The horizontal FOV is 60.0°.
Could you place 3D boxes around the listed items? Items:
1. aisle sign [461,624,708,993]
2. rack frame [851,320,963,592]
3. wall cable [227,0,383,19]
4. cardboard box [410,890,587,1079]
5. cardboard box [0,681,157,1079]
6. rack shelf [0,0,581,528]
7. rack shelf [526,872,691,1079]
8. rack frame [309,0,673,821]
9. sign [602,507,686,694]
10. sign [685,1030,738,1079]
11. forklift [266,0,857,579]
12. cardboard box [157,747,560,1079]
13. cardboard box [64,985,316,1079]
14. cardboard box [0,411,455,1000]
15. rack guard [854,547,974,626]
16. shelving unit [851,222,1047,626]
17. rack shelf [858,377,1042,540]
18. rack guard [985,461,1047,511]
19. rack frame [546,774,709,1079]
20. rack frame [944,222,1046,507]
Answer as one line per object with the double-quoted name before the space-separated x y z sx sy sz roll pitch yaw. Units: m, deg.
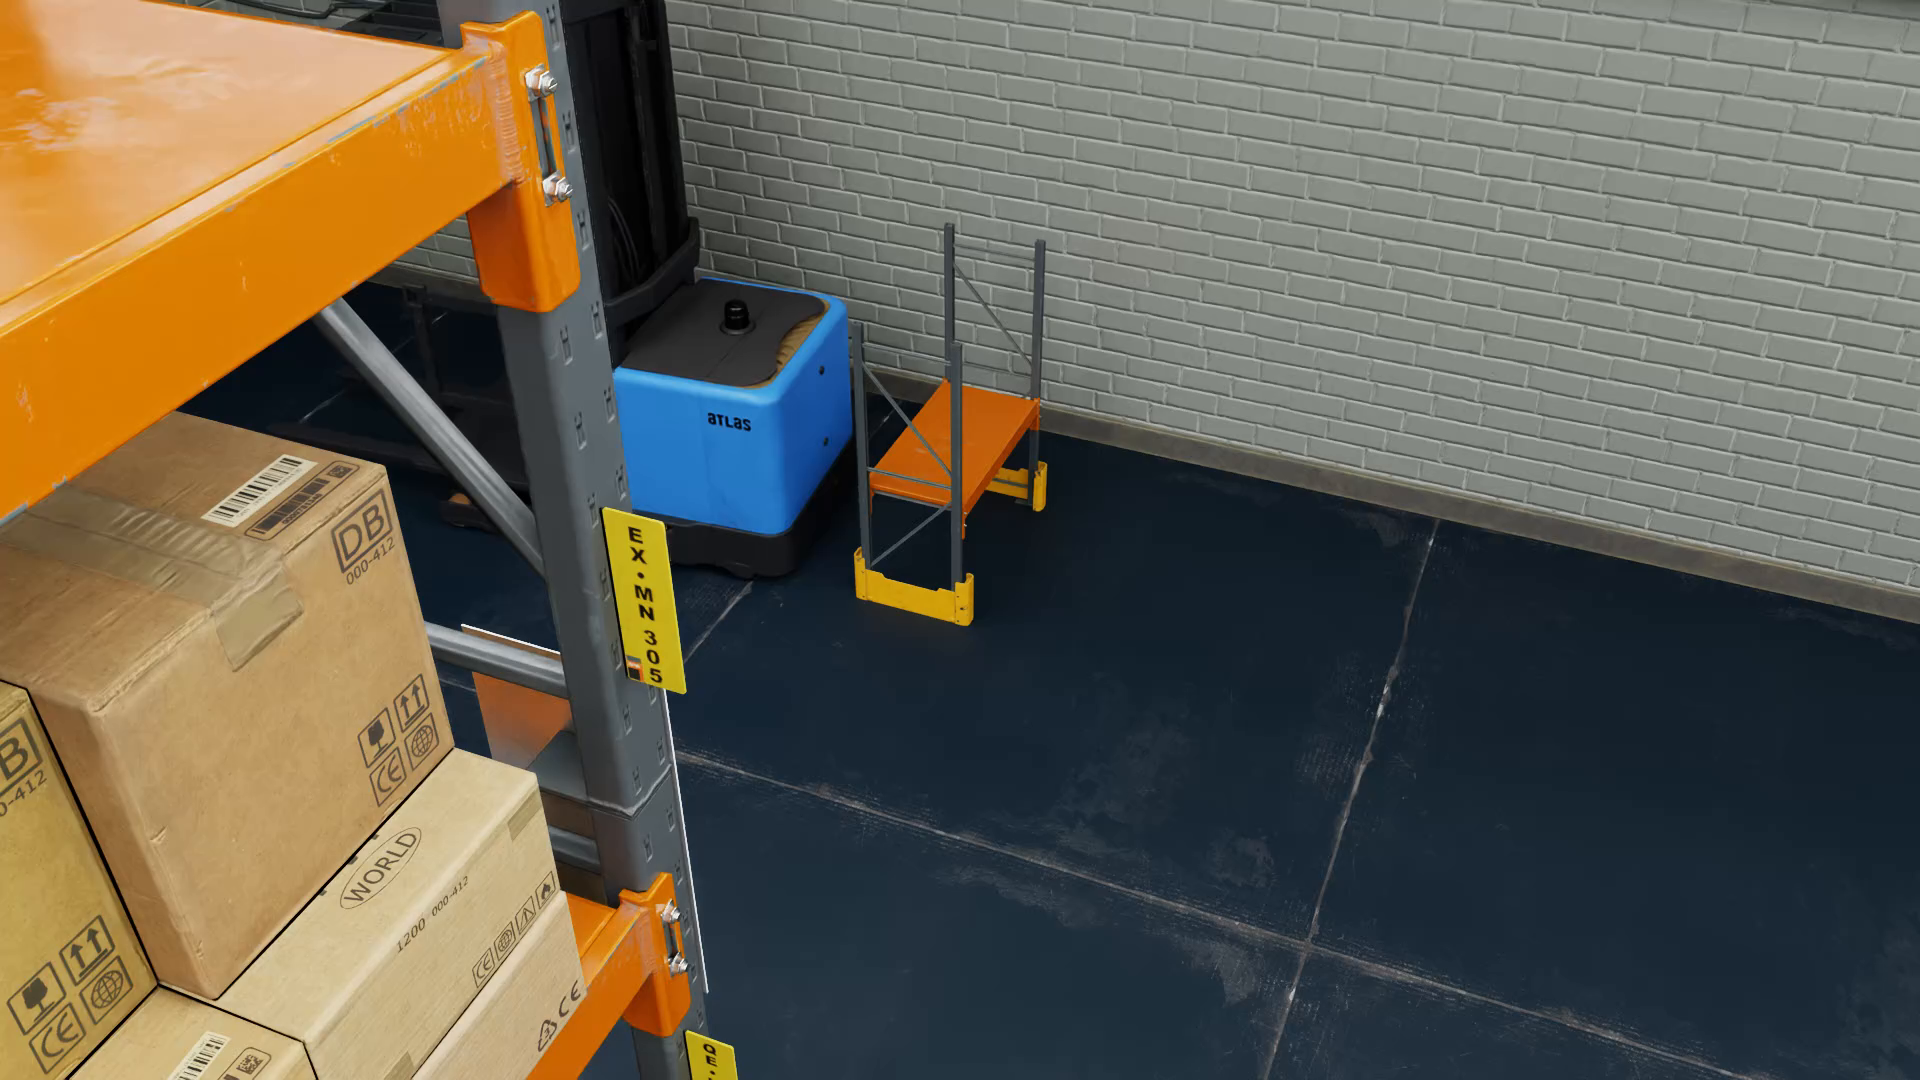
"aisle sign" -0.664 0.504 3.000 0.394 0.787 0.004 14 39 18
"rack frame" -0.226 -0.272 7.463 0.500 1.500 0.032 14 39 18
"wall cable" -3.073 -3.822 8.542 3.097 2.526 0.112 14 39 18
"cardboard box" -0.925 0.717 2.507 0.500 0.250 0.500 14 39 18
"cardboard box" -1.422 0.417 1.864 0.700 0.500 0.500 14 39 18
"rack shelf" -1.734 0.507 0.760 1.077 0.370 4.000 14 39 18
"rack shelf" -1.734 1.707 1.657 1.077 0.370 4.000 14 39 18
"rack frame" -0.973 -0.890 2.025 1.000 3.000 0.127 14 39 18
"sign" -0.468 0.095 2.474 0.100 0.325 0.005 14 39 18
"sign" -0.468 1.061 3.196 0.100 0.325 0.005 14 39 18
"forklift" -2.114 -1.496 7.905 3.031 2.935 1.130 11 38 14
"cardboard box" -0.933 0.514 2.360 0.500 0.250 0.500 14 39 18
"cardboard box" -1.123 0.791 1.990 0.500 0.250 0.500 14 39 18
"cardboard box" -1.154 0.160 2.208 0.700 0.500 0.500 14 39 18
"rack guard" -0.219 0.218 7.851 0.587 0.250 0.087 14 39 18
"shelving unit" -0.029 -0.559 7.846 0.587 1.500 1.083 14 39 18
"rack shelf" -0.032 -0.409 7.947 0.538 0.185 1.000 14 39 18
"rack guard" 0.160 -0.334 8.589 0.587 0.250 0.087 14 39 18
"rack frame" -0.973 1.513 3.821 1.000 3.000 0.127 14 39 18
"rack frame" 0.161 -0.835 8.216 0.500 1.500 0.032 14 39 18
